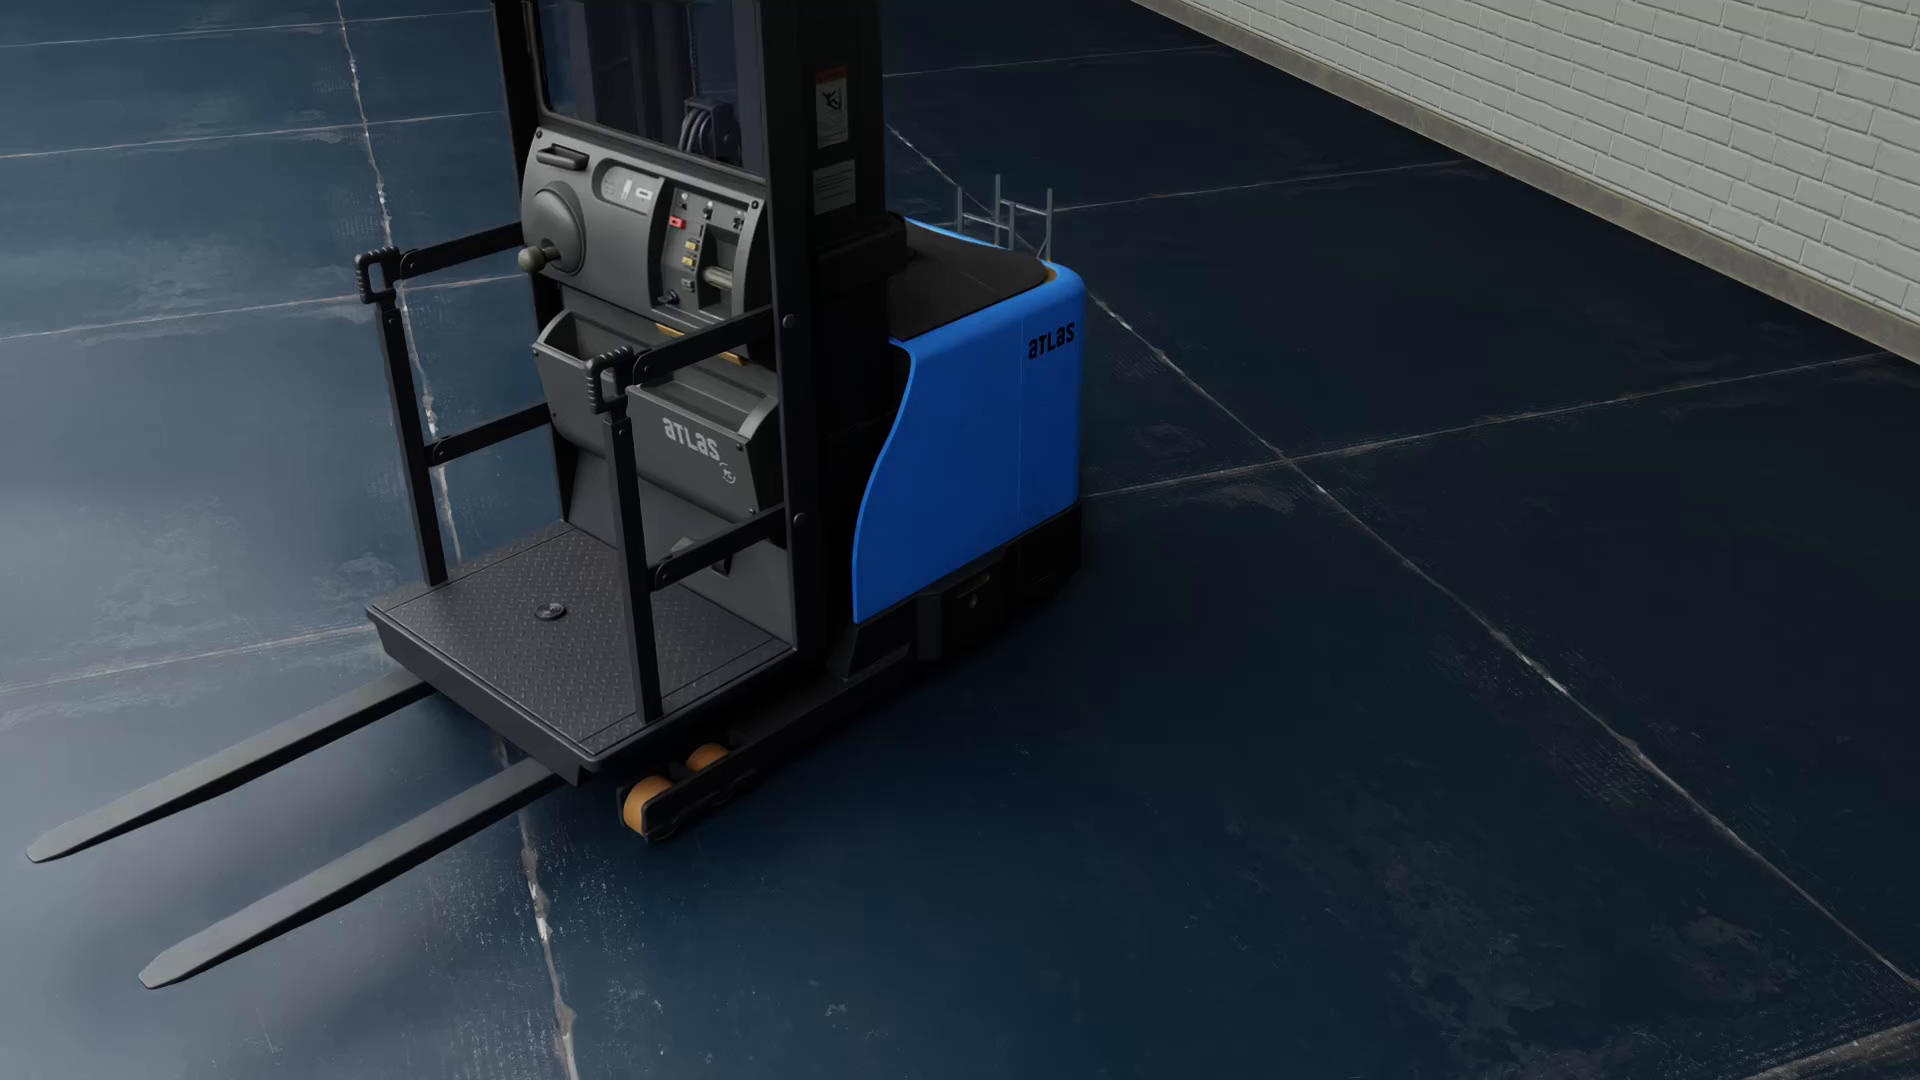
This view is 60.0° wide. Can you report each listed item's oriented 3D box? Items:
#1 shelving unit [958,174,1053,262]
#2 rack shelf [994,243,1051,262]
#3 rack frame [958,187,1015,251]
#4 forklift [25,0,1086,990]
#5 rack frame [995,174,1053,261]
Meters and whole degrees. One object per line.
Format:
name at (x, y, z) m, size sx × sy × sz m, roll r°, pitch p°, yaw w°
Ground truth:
shelving unit at (0.144, -0.596, 5.585) m, size 0.258 × 1.200 × 0.189 m, roll 25°, pitch 38°, yaw 36°
rack shelf at (0.144, -0.871, 5.429) m, size 0.258 × 0.103 × 0.180 m, roll 25°, pitch 38°, yaw 36°
rack frame at (0.082, -0.563, 5.526) m, size 0.240 × 1.200 × 0.006 m, roll 25°, pitch 38°, yaw 36°
forklift at (-0.973, -0.771, 4.143) m, size 1.130 × 2.935 × 3.031 m, roll 25°, pitch 38°, yaw 36°
rack frame at (0.206, -0.630, 5.643) m, size 0.240 × 1.200 × 0.006 m, roll 25°, pitch 38°, yaw 36°
